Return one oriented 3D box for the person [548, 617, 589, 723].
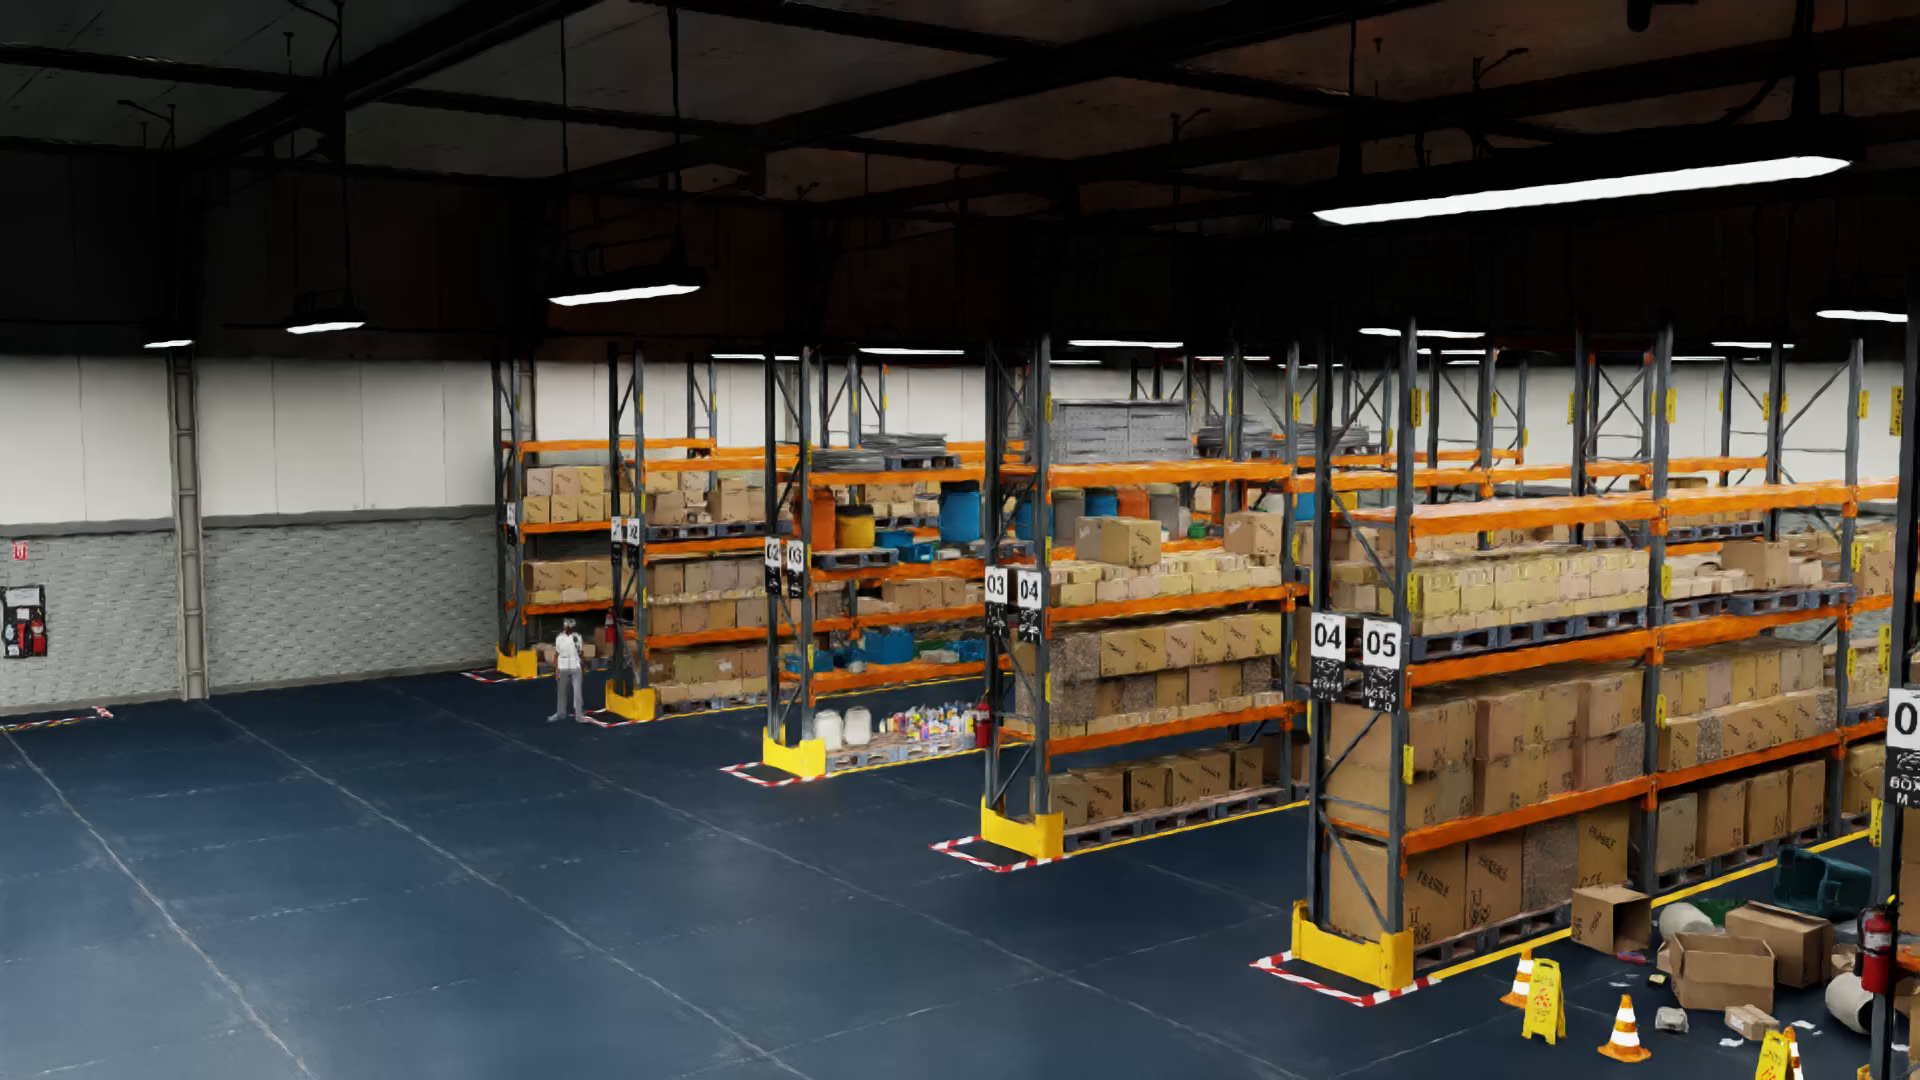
[{"bbox_3d":[-6.183,2.034,26.162,0.645,1.678,0.431,-1,5,-9],"label":"person"}]
